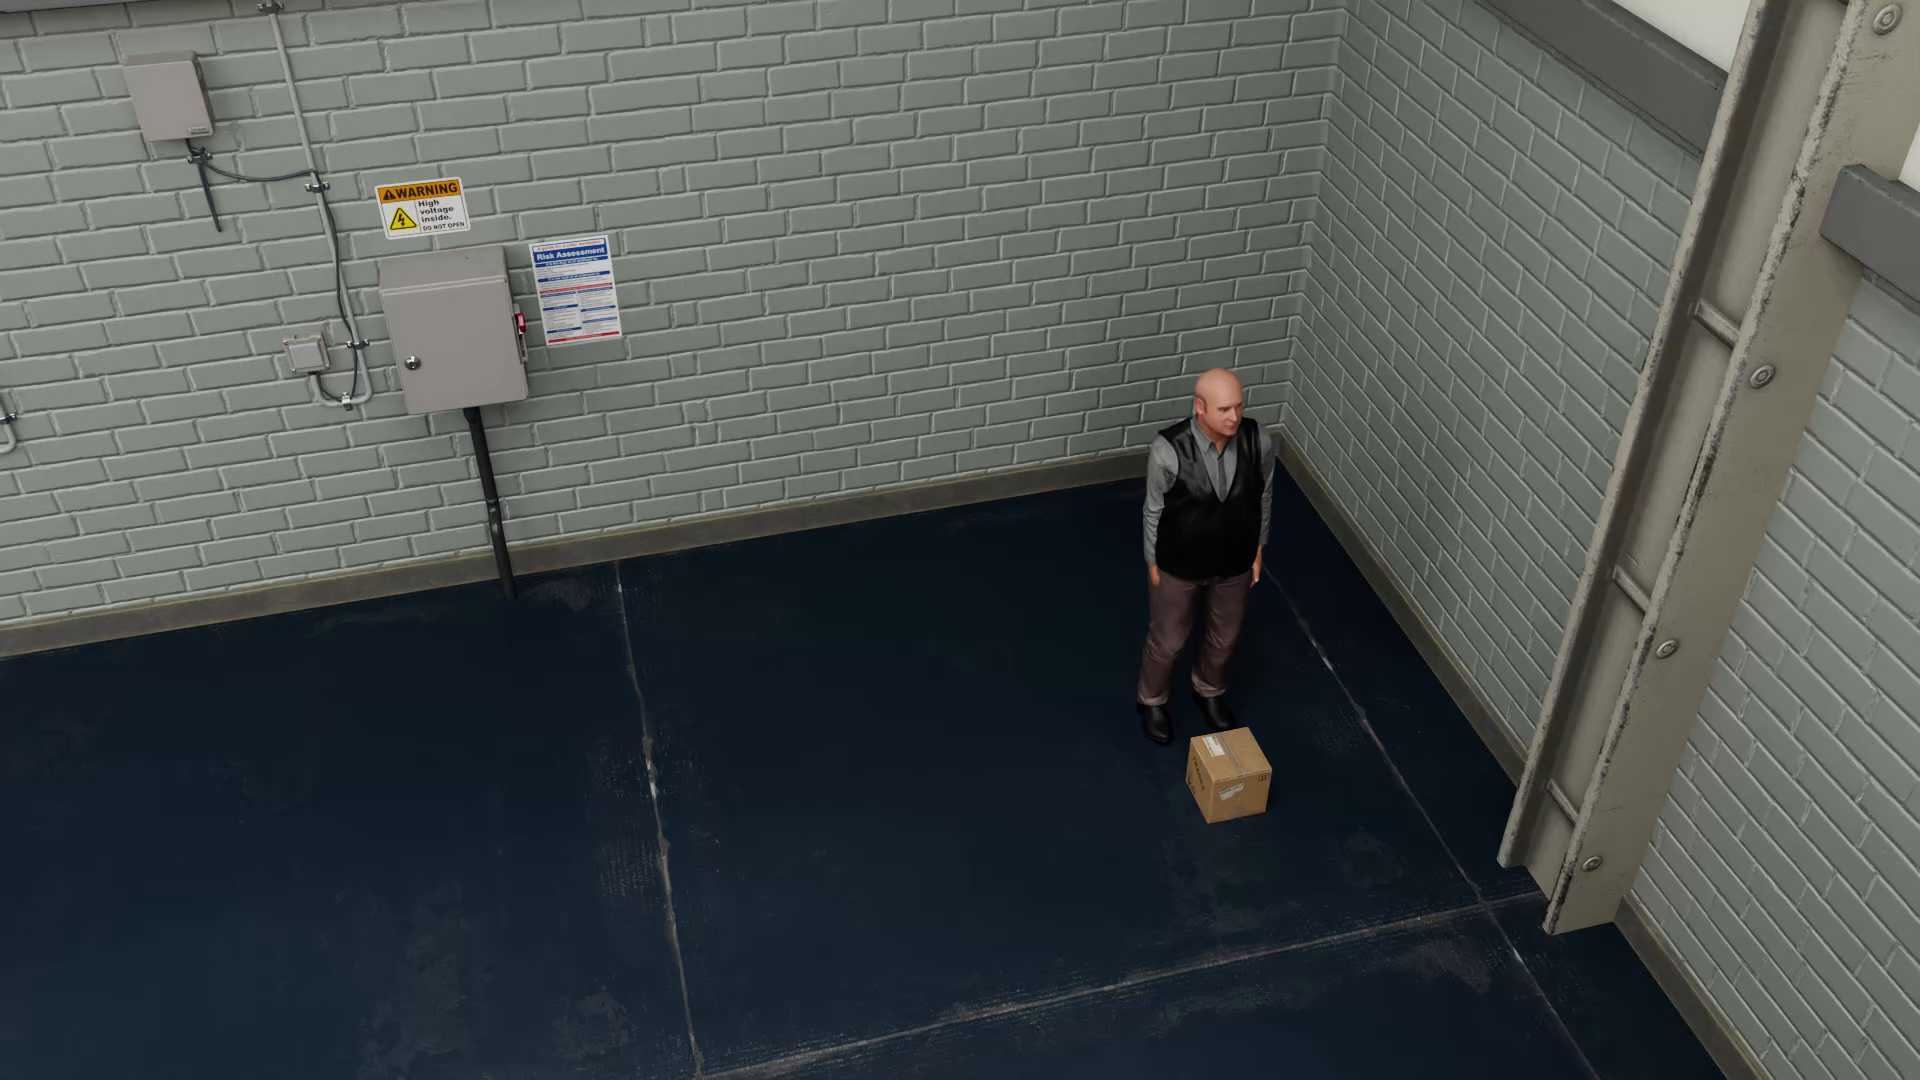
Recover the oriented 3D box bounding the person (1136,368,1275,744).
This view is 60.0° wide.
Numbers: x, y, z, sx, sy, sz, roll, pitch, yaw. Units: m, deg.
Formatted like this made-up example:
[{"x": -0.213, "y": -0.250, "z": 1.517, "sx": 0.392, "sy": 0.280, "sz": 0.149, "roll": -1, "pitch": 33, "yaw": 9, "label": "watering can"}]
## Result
[{"x": 0.978, "y": 0.079, "z": 6.637, "sx": 0.531, "sy": 1.715, "sz": 0.359, "roll": -8, "pitch": 39, "yaw": -11, "label": "person"}]
